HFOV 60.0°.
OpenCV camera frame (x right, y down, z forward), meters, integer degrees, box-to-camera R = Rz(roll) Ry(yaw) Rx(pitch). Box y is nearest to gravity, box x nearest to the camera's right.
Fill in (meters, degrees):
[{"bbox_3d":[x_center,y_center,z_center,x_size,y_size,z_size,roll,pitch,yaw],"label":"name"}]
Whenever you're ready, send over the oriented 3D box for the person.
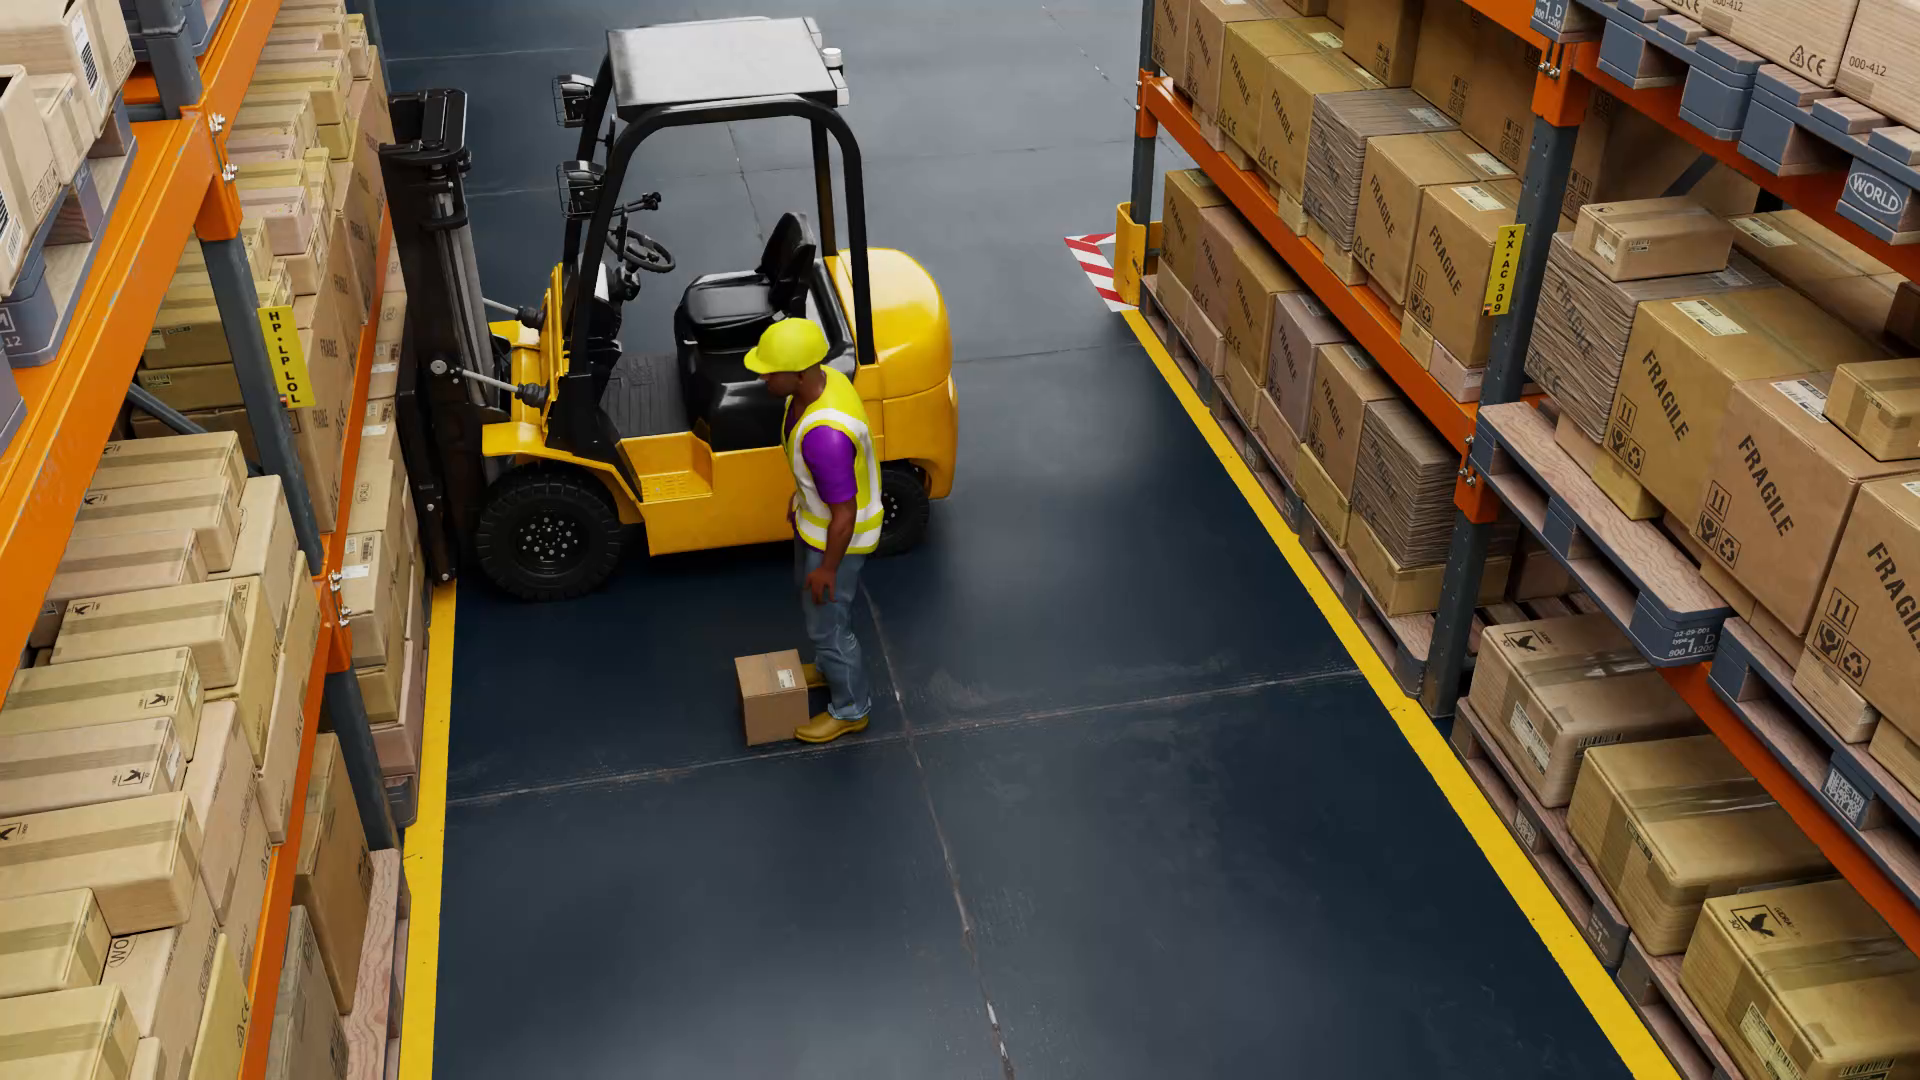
[{"bbox_3d":[-0.522,-0.041,6.186,0.457,1.761,0.626,-7,35,-10],"label":"person"}]
